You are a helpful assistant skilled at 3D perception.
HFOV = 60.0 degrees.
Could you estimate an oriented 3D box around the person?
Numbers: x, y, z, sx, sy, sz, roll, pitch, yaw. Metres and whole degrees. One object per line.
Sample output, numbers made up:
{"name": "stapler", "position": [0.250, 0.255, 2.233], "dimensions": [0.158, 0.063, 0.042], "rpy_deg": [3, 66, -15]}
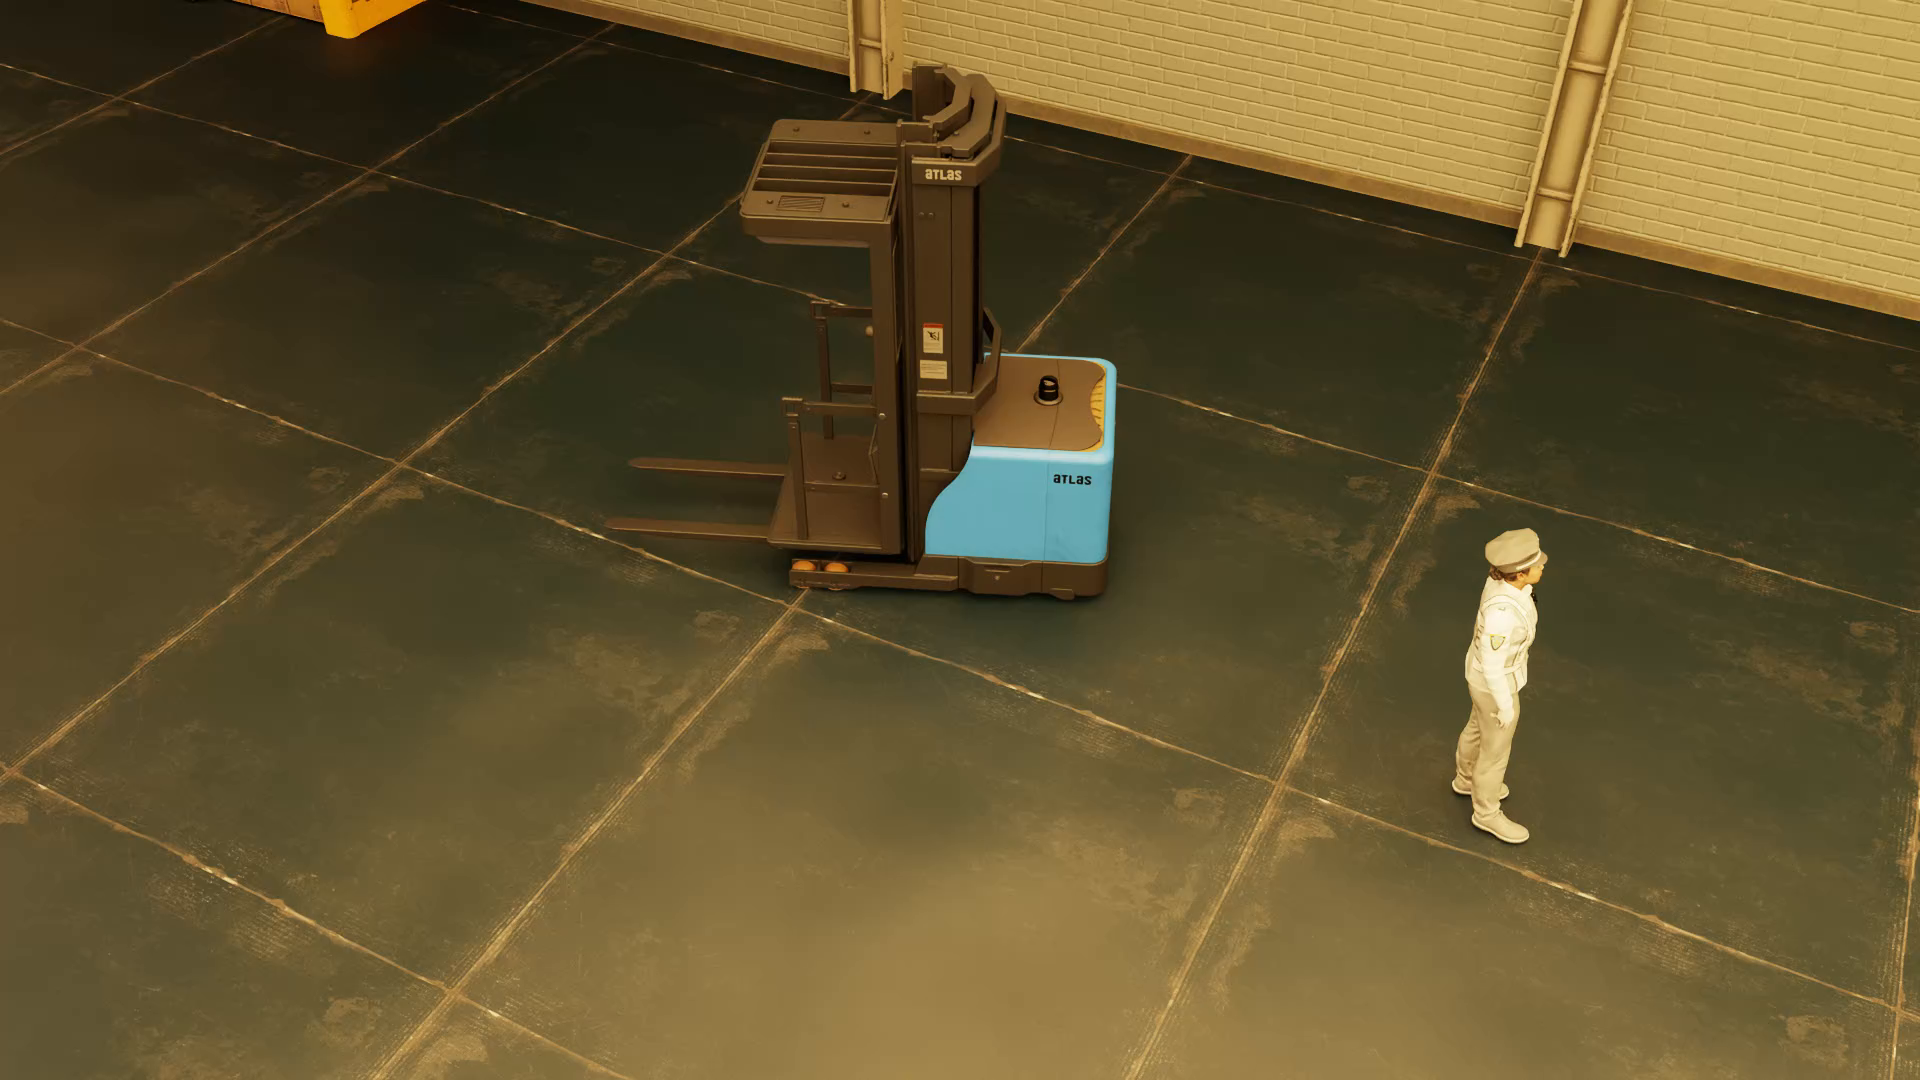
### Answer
{"name": "person", "position": [2.695, 0.676, 8.131], "dimensions": [0.533, 1.695, 0.587], "rpy_deg": [11, 41, 12]}

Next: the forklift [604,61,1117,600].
{"name": "forklift", "position": [-0.606, -1.157, 9.360], "dimensions": [3.031, 2.935, 1.130], "rpy_deg": [3, 40, 4]}
